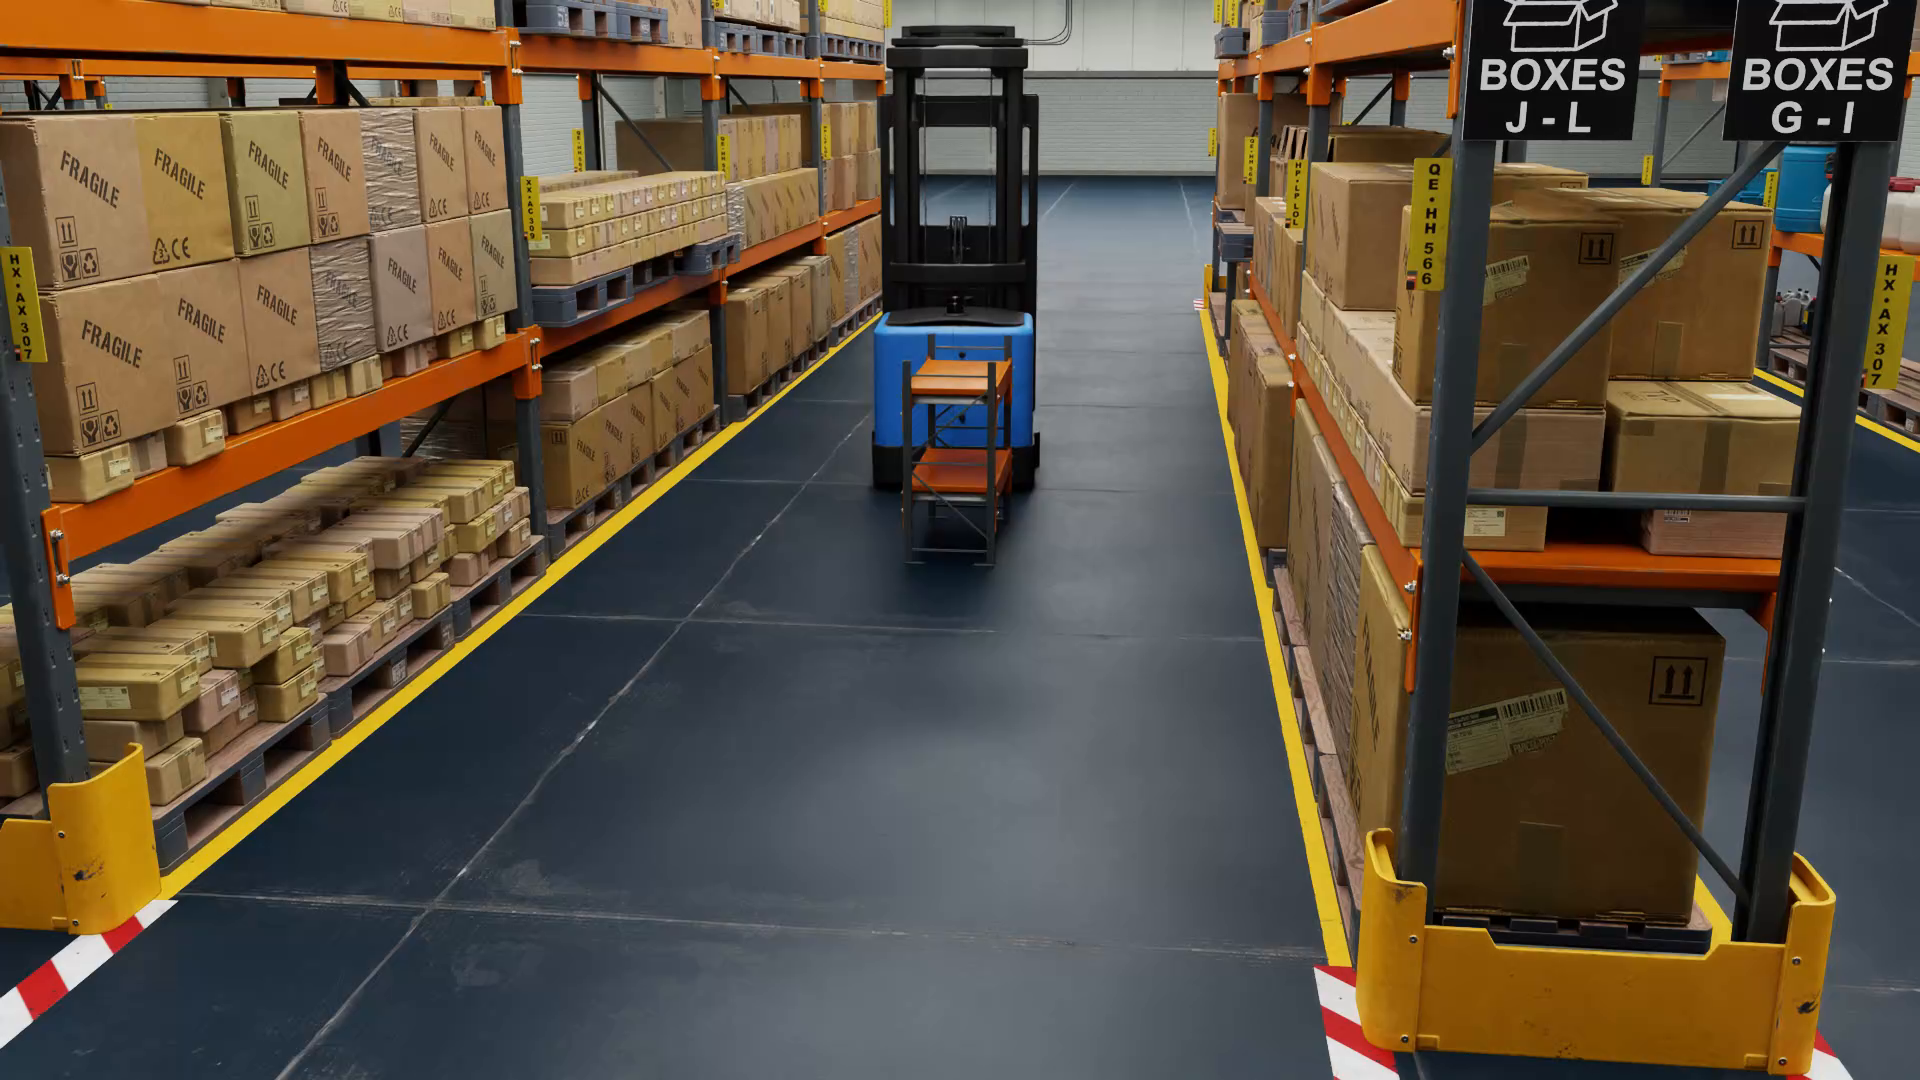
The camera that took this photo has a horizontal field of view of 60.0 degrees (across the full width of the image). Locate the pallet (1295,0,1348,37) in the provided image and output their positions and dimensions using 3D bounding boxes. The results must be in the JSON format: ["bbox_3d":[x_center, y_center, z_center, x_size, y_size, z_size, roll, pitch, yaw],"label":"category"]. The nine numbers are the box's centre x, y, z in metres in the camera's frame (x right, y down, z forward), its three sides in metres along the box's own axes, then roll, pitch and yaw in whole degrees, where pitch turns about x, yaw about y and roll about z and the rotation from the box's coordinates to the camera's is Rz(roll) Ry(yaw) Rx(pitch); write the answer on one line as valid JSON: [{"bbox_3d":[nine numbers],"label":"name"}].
[{"bbox_3d":[2.218,-2.726,8.616,0.805,0.209,1.217,1,15,4],"label":"pallet"}]

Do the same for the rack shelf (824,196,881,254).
[{"bbox_3d":[-1.624,-3.550,18.421,1.077,0.370,4.000,2,15,6],"label":"rack shelf"}]

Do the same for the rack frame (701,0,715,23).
[{"bbox_3d":[-2.301,-5.237,11.789,1.000,3.000,0.127,2,15,6],"label":"rack frame"}]

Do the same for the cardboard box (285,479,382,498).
[{"bbox_3d":[-3.067,-0.197,8.161,0.380,0.149,0.250,1,15,5],"label":"cardboard box"}]

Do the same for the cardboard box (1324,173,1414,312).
[{"bbox_3d":[1.739,-1.185,6.578,0.500,0.500,0.500,1,15,4],"label":"cardboard box"}]

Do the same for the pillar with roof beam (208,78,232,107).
[{"bbox_3d":[-7.281,-8.852,25.158,9.100,9.000,0.400,2,15,6],"label":"pillar with roof beam"}]

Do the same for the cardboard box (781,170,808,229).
[{"bbox_3d":[-1.700,-3.152,15.381,0.500,0.500,0.500,2,15,6],"label":"cardboard box"}]

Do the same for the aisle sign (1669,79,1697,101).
[{"bbox_3d":[8.156,-5.380,18.830,0.394,0.787,0.004,2,15,6],"label":"aisle sign"}]

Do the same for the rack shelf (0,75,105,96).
[{"bbox_3d":[-11.487,-5.262,19.009,1.077,0.370,4.000,2,15,6],"label":"rack shelf"}]

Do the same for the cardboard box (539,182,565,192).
[{"bbox_3d":[-2.725,-2.190,10.550,0.380,0.149,0.250,1,15,5],"label":"cardboard box"}]

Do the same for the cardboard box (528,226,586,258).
[{"bbox_3d":[-2.251,-1.617,9.002,0.380,0.149,0.250,2,15,7],"label":"cardboard box"}]

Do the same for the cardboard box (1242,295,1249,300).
[{"bbox_3d":[2.904,-1.930,14.998,0.700,0.500,0.500,2,15,6],"label":"cardboard box"}]

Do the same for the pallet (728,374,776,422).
[{"bbox_3d":[-2.138,-1.197,13.684,1.003,0.211,1.213,2,15,6],"label":"pallet"}]

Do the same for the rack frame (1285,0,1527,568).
[{"bbox_3d":[2.164,-1.131,8.098,1.000,3.000,0.127,2,15,6],"label":"rack frame"}]

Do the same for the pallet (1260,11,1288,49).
[{"bbox_3d":[2.595,-3.357,10.944,1.213,0.211,1.003,2,15,9],"label":"pallet"}]

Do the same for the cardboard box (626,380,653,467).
[{"bbox_3d":[-2.302,-0.757,10.698,0.500,0.500,0.500,2,15,7],"label":"cardboard box"}]

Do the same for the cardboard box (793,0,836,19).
[{"bbox_3d":[-1.517,-5.267,16.368,0.500,0.250,0.500,2,15,7],"label":"cardboard box"}]

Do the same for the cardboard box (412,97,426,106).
[{"bbox_3d":[-6.383,-4.679,18.543,0.700,0.500,0.500,2,15,6],"label":"cardboard box"}]

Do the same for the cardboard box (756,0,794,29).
[{"bbox_3d":[-1.771,-4.678,14.760,0.500,0.250,0.500,2,15,6],"label":"cardboard box"}]

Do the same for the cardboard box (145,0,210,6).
[{"bbox_3d":[-2.836,-1.887,5.434,0.500,0.250,0.500,2,15,8],"label":"cardboard box"}]

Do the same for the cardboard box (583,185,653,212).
[{"bbox_3d":[-2.107,-2.096,10.203,0.380,0.149,0.250,2,15,8],"label":"cardboard box"}]

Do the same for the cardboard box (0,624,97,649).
[{"bbox_3d":[-3.311,0.412,5.908,0.380,0.149,0.250,2,15,7],"label":"cardboard box"}]

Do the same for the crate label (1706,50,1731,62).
[{"bbox_3d":[7.900,-4.998,16.937,0.502,0.251,0.408,2,15,6],"label":"crate label"}]

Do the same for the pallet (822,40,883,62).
[{"bbox_3d":[-1.472,-5.628,19.152,1.003,0.211,1.213,2,15,6],"label":"pallet"}]

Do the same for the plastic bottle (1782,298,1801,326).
[{"bbox_3d":[8.411,-2.312,16.840,0.152,0.276,0.135,2,15,6],"label":"plastic bottle"}]

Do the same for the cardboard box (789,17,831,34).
[{"bbox_3d":[-1.471,-5.040,16.294,0.380,0.149,0.250,1,15,5],"label":"cardboard box"}]

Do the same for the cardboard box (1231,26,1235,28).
[{"bbox_3d":[2.885,-5.073,16.454,0.380,0.149,0.250,1,15,5],"label":"cardboard box"}]

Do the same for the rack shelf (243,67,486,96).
[{"bbox_3d":[-6.554,-5.117,18.471,1.077,0.370,4.000,2,15,6],"label":"rack shelf"}]

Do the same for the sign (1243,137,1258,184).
[{"bbox_3d":[2.075,-2.703,11.844,0.100,0.325,0.005,2,15,6],"label":"sign"}]

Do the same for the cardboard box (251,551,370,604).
[{"bbox_3d":[-2.679,0.153,6.868,0.380,0.149,0.250,2,15,7],"label":"cardboard box"}]

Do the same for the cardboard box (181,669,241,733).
[{"bbox_3d":[-2.803,0.566,5.908,0.380,0.149,0.250,2,15,6],"label":"cardboard box"}]

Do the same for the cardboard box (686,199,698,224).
[{"bbox_3d":[-1.989,-2.222,11.239,0.380,0.149,0.250,2,15,6],"label":"cardboard box"}]

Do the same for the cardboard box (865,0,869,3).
[{"bbox_3d":[-1.215,-6.018,18.381,0.380,0.149,0.250,2,15,6],"label":"cardboard box"}]

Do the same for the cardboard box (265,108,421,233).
[{"bbox_3d":[-2.662,-1.581,7.087,0.500,0.500,0.500,2,15,8],"label":"cardboard box"}]

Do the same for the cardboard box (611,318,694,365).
[{"bbox_3d":[-2.164,-1.382,11.575,0.500,0.250,0.500,2,15,7],"label":"cardboard box"}]

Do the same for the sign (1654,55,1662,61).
[{"bbox_3d":[7.893,-5.567,18.740,0.100,0.325,0.005,2,15,6],"label":"sign"}]

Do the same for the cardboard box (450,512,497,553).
[{"bbox_3d":[-2.503,-0.042,8.157,0.380,0.149,0.250,1,15,4],"label":"cardboard box"}]

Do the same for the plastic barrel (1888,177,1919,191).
[{"bbox_3d":[7.579,-2.694,13.617,0.433,0.535,0.433,0,15,0],"label":"plastic barrel"}]

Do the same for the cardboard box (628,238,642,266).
[{"bbox_3d":[-2.136,-1.741,10.032,0.380,0.149,0.250,1,15,4],"label":"cardboard box"}]

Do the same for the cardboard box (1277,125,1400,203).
[{"bbox_3d":[2.517,-2.512,11.091,0.797,0.503,0.637,2,15,8],"label":"cardboard box"}]

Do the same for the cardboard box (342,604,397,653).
[{"bbox_3d":[-2.666,0.380,7.169,0.380,0.149,0.250,2,15,6],"label":"cardboard box"}]

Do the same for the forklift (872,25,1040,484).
[{"bbox_3d":[0.004,-2.107,11.840,1.130,2.935,3.031,0,15,2],"label":"forklift"}]

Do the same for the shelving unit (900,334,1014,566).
[{"bbox_3d":[-0.001,-0.541,9.509,0.538,1.125,1.048,2,15,6],"label":"shelving unit"}]

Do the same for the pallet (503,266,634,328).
[{"bbox_3d":[-2.522,-1.405,9.477,1.003,0.211,1.213,2,15,6],"label":"pallet"}]

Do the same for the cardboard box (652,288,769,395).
[{"bbox_3d":[-2.143,-1.613,13.385,1.050,0.750,0.750,1,15,5],"label":"cardboard box"}]

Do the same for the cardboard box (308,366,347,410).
[{"bbox_3d":[-2.717,-0.625,6.708,0.380,0.149,0.250,2,15,8],"label":"cardboard box"}]

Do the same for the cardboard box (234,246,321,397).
[{"bbox_3d":[-2.776,-0.832,6.232,0.500,0.500,0.500,2,15,7],"label":"cardboard box"}]

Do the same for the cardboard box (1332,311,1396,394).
[{"bbox_3d":[1.673,-0.697,6.210,0.500,0.250,0.500,2,15,6],"label":"cardboard box"}]

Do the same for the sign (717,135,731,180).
[{"bbox_3d":[-1.761,-2.848,12.381,0.100,0.325,0.005,2,15,6],"label":"sign"}]

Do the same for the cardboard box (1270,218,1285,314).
[{"bbox_3d":[2.060,-1.572,9.539,0.500,0.500,0.500,2,15,6],"label":"cardboard box"}]

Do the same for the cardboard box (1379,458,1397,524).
[{"bbox_3d":[1.453,-0.142,4.921,0.380,0.149,0.250,2,15,7],"label":"cardboard box"}]

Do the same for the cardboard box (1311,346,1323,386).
[{"bbox_3d":[1.713,-0.738,7.126,0.380,0.149,0.250,1,15,5],"label":"cardboard box"}]

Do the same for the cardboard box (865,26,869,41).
[{"bbox_3d":[-1.214,-5.633,18.486,0.380,0.149,0.250,1,15,5],"label":"cardboard box"}]

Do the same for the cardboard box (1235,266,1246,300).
[{"bbox_3d":[3.201,-2.617,17.576,0.500,0.500,0.500,0,15,1],"label":"cardboard box"}]
